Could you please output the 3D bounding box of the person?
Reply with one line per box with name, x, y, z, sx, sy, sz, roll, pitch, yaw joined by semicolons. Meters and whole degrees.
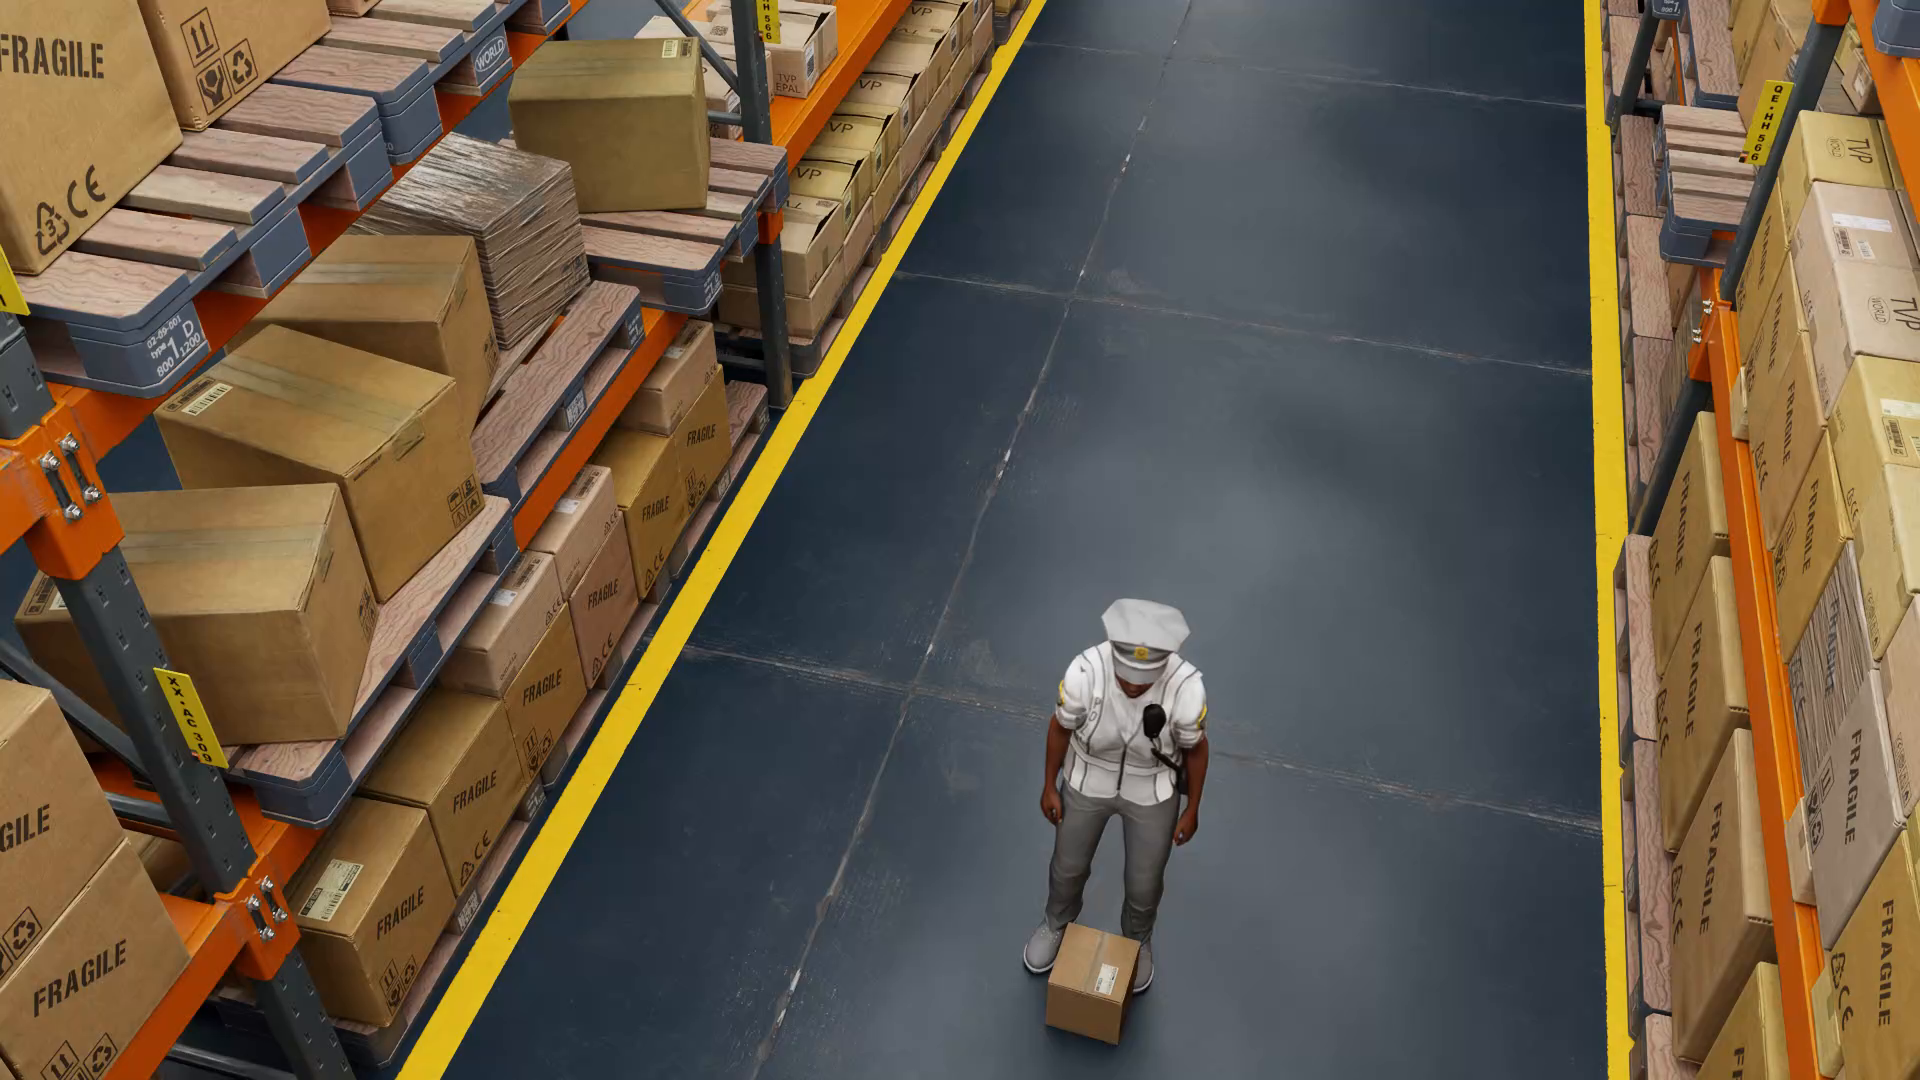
person;0.499;0.799;5.250;0.527;1.658;0.393;9;42;10
